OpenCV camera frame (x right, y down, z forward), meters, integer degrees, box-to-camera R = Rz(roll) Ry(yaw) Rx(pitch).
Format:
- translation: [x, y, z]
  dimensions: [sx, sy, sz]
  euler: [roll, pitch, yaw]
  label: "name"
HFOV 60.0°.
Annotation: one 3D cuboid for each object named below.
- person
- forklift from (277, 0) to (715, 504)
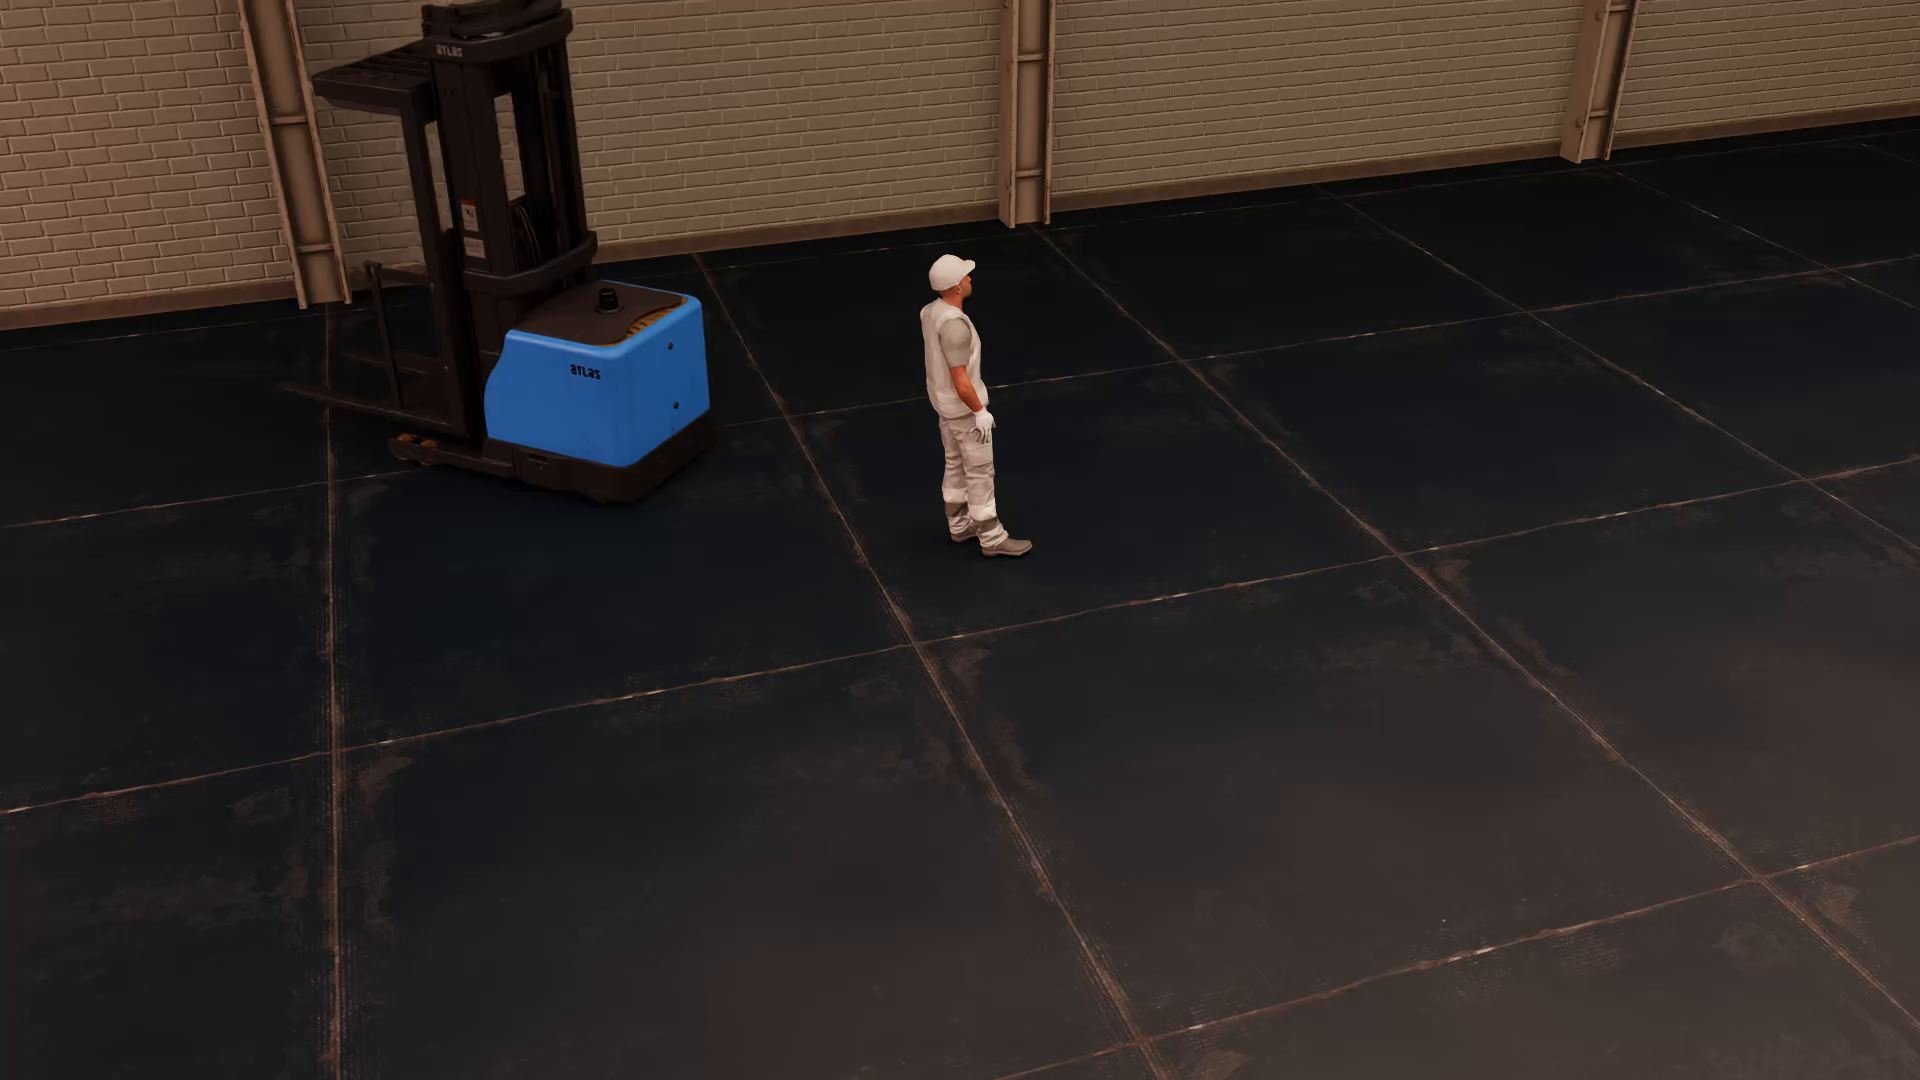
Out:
- translation: [0.080, -0.789, 9.589]
  dimensions: [0.564, 1.787, 0.638]
  euler: [-10, 31, -16]
  label: "person"
- translation: [-3.186, -1.978, 10.524]
  dimensions: [3.031, 2.935, 1.130]
  euler: [13, 32, 21]
  label: "forklift"
